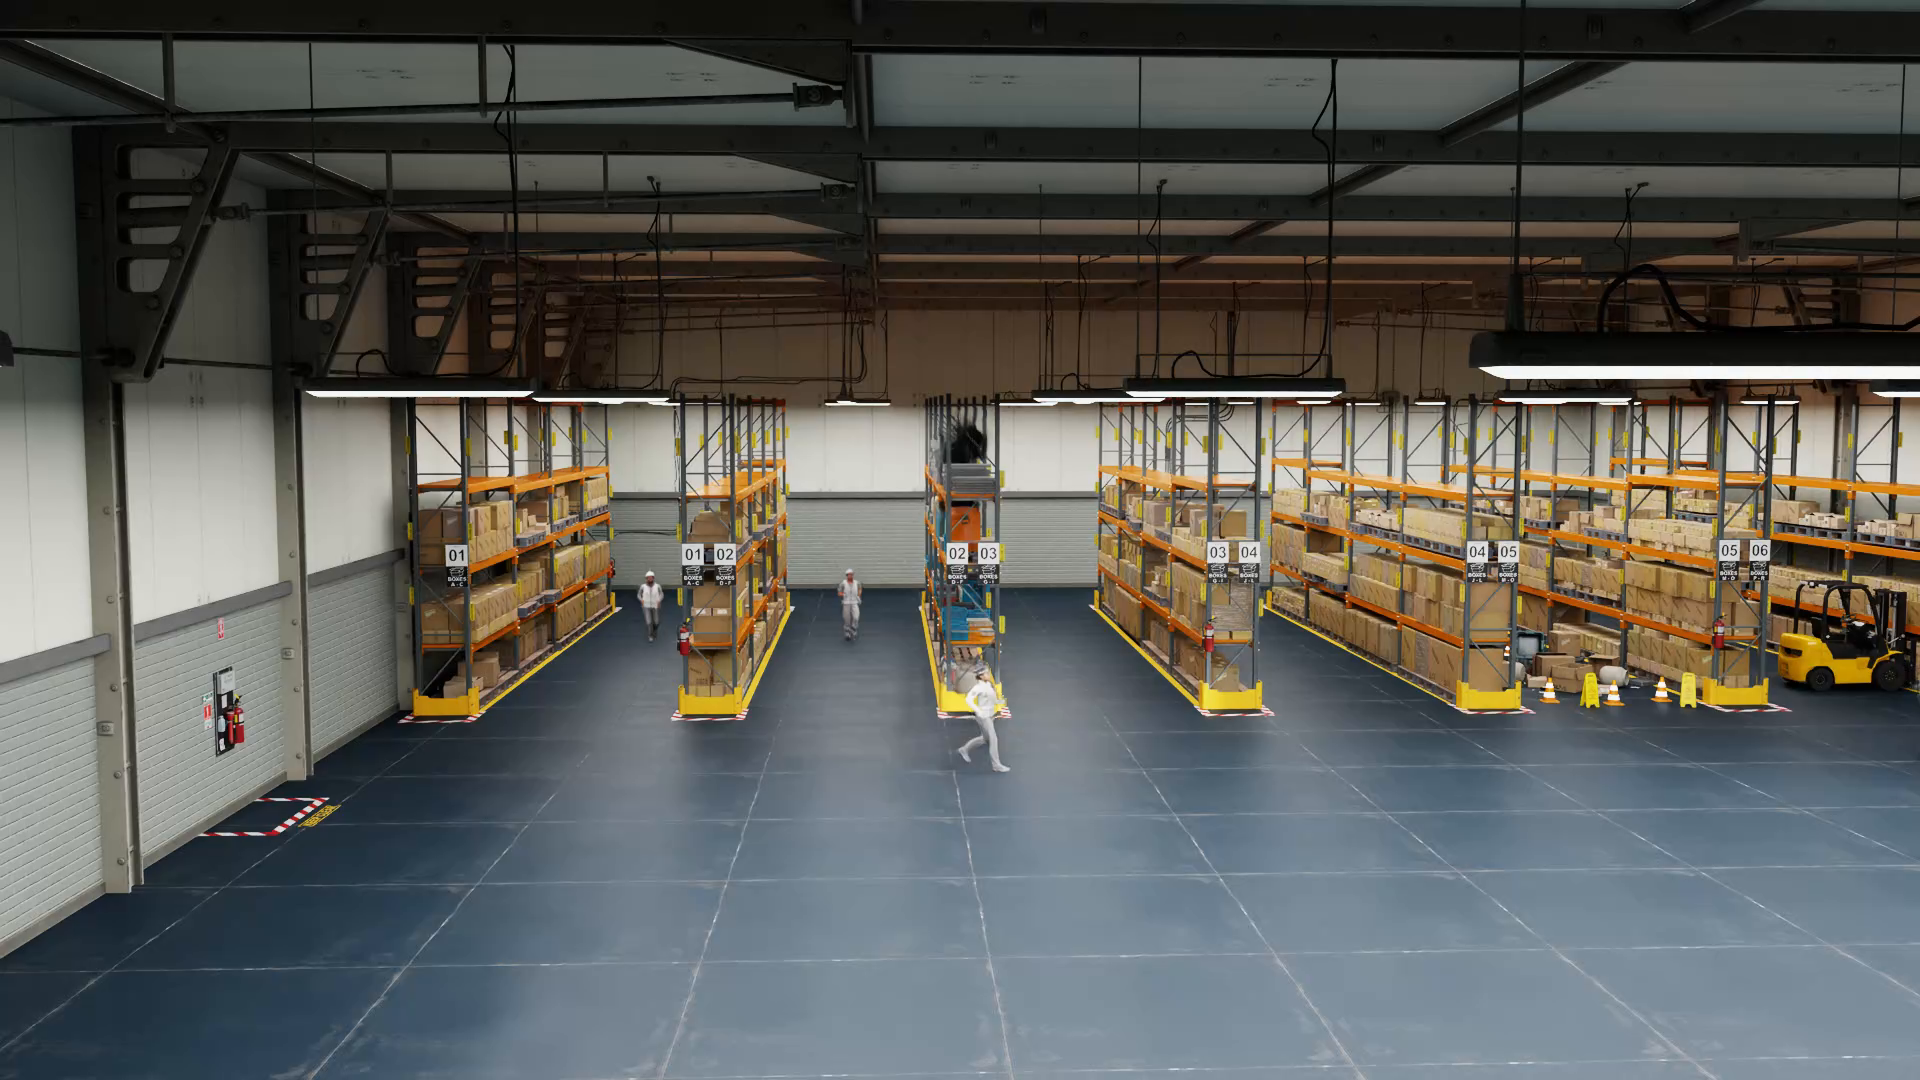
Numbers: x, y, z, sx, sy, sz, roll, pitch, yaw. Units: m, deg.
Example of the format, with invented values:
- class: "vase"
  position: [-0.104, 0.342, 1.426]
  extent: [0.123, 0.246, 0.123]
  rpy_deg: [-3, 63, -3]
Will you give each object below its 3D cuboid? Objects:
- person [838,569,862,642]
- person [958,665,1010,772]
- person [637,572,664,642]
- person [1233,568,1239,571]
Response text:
- class: "person"
  position: [-2.690, 1.617, 40.848]
  extent: [0.608, 1.816, 0.747]
  rpy_deg: [-1, 5, -9]
- class: "person"
  position: [0.380, 2.795, 26.276]
  extent: [0.887, 1.671, 0.622]
  rpy_deg: [2, 5, 20]
- class: "person"
  position: [-7.597, 1.637, 40.829]
  extent: [0.657, 1.722, 0.609]
  rpy_deg: [-1, 5, -14]
- class: "person"
  position: [7.637, 1.209, 46.812]
  extent: [0.654, 1.612, 0.563]
  rpy_deg: [1, 5, 10]
